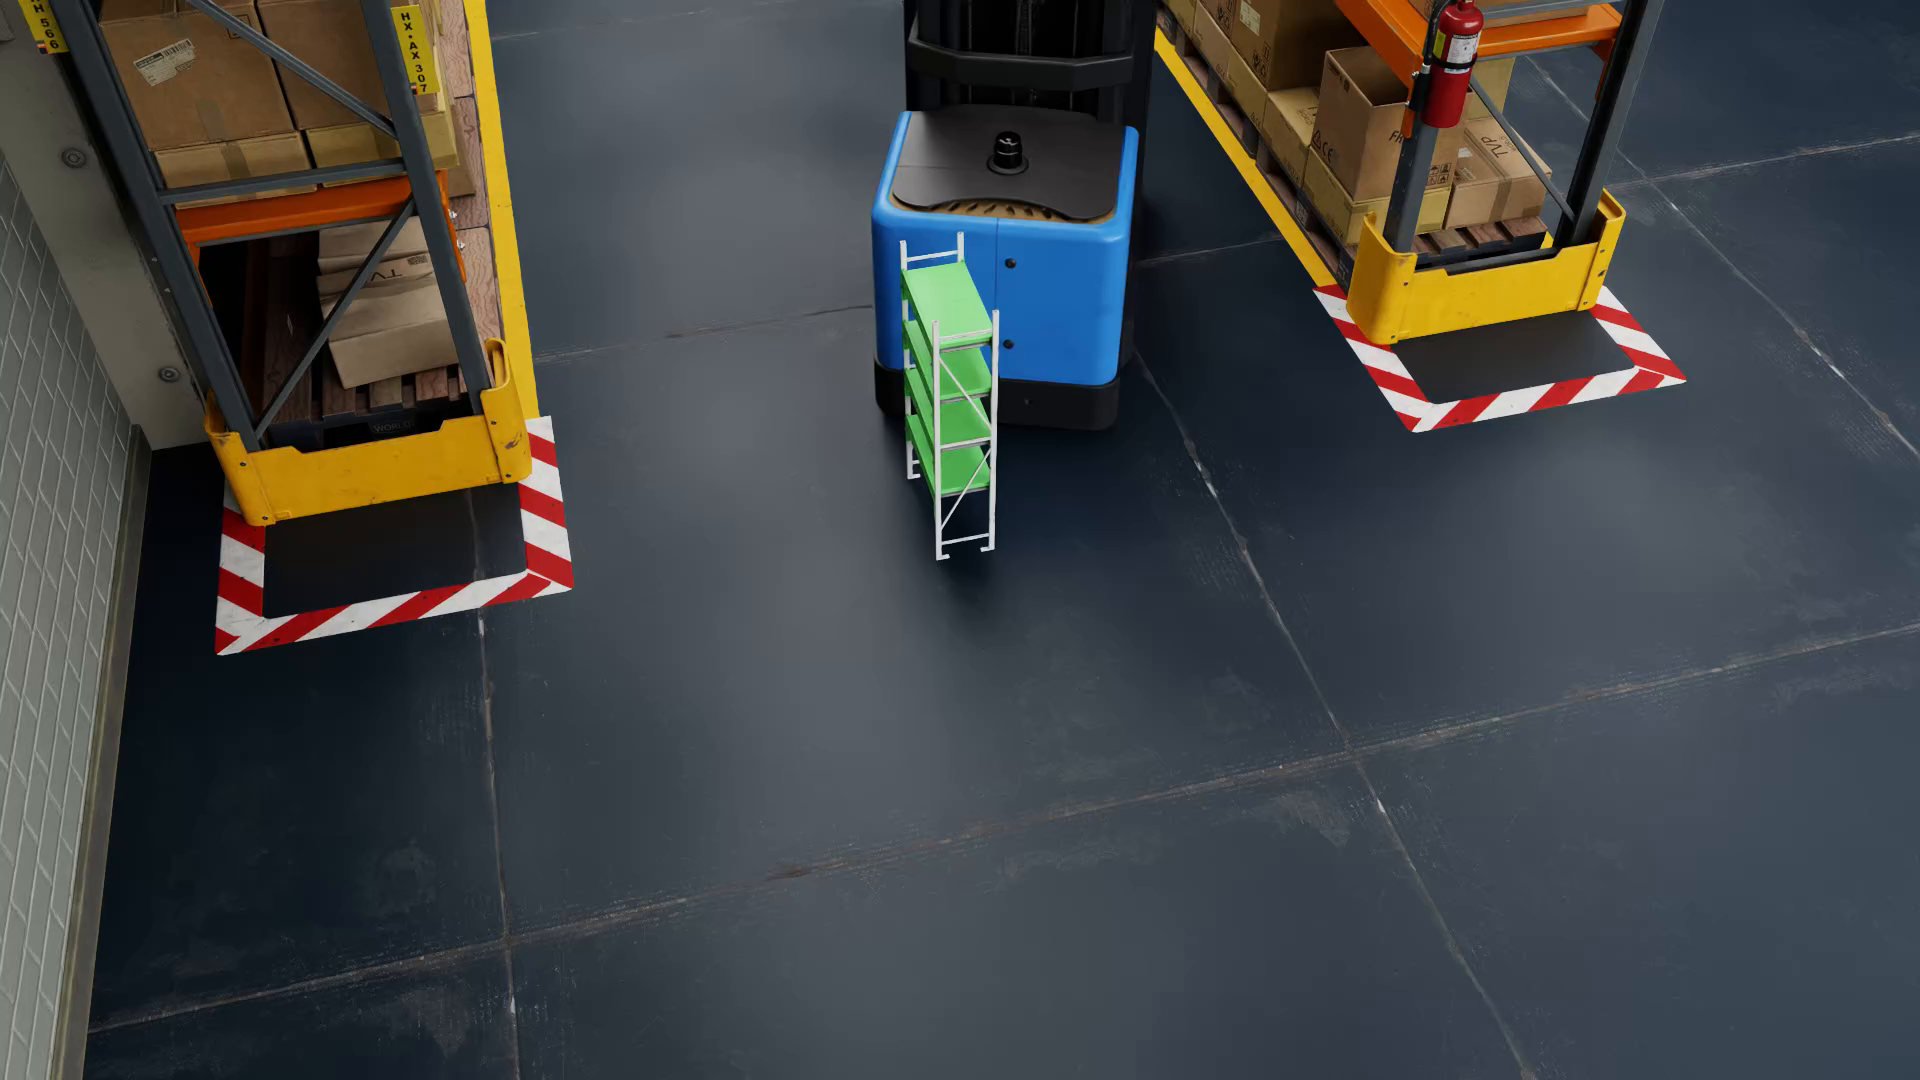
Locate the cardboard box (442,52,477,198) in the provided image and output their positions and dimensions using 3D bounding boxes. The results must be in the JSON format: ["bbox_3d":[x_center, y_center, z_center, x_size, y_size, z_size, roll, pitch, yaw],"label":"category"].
[{"bbox_3d":[-2.762,-1.951,8.004,0.700,0.500,0.500,-13,47,-13],"label":"cardboard box"}]

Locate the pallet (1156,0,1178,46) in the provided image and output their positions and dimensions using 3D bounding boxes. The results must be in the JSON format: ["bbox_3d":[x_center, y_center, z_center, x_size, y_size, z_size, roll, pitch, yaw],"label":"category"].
[{"bbox_3d":[1.541,-3.405,9.940,1.003,0.211,1.213,-11,47,-10],"label":"pallet"}]

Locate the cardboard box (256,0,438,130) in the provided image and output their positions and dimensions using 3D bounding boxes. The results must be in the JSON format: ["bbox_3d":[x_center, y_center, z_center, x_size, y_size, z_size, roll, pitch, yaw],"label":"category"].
[{"bbox_3d":[-2.218,-1.870,6.048,0.500,0.500,0.500,-11,47,-10],"label":"cardboard box"}]

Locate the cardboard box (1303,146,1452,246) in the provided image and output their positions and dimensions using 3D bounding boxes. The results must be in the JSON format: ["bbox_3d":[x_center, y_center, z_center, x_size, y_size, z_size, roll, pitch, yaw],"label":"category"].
[{"bbox_3d":[1.979,-1.677,7.925,0.500,0.250,0.500,-11,47,-10],"label":"cardboard box"}]

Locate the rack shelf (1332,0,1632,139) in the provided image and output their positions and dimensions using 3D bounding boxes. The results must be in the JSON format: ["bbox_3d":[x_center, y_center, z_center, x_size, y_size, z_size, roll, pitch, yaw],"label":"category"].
[{"bbox_3d":[1.890,-3.306,8.393,1.077,0.370,4.000,-11,47,-10],"label":"rack shelf"}]

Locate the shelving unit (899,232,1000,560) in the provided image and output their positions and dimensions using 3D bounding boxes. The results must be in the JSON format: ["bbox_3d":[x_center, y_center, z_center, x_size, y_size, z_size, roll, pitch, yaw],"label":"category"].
[{"bbox_3d":[-0.042,-0.534,6.433,0.258,1.200,0.503,-11,47,-10],"label":"shelving unit"}]

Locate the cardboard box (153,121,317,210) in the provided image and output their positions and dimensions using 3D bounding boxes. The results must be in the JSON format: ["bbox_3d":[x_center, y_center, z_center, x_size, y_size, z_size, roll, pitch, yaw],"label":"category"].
[{"bbox_3d":[-2.693,-1.510,6.221,0.500,0.250,0.500,-10,46,-10],"label":"cardboard box"}]

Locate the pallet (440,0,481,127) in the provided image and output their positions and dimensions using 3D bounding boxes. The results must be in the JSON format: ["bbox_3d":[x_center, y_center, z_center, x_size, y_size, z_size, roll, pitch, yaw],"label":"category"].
[{"bbox_3d":[-3.204,-2.597,9.147,1.003,0.211,1.213,-11,47,-10],"label":"pallet"}]

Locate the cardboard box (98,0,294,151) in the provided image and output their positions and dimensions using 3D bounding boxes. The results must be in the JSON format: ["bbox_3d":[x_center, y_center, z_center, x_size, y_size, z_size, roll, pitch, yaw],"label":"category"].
[{"bbox_3d":[-2.712,-1.772,5.952,0.500,0.500,0.500,-11,47,-11],"label":"cardboard box"}]

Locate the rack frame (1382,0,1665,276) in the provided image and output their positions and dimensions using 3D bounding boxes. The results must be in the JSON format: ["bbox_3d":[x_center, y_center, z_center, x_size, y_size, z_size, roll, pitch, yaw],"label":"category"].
[{"bbox_3d":[2.402,-2.177,6.783,1.000,3.000,0.127,-11,47,-10],"label":"rack frame"}]

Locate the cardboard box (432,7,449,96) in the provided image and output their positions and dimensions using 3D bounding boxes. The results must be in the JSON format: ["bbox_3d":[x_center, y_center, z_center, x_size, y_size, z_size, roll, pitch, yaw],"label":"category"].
[{"bbox_3d":[-2.351,-1.974,6.675,0.500,0.250,0.500,-12,47,-12],"label":"cardboard box"}]

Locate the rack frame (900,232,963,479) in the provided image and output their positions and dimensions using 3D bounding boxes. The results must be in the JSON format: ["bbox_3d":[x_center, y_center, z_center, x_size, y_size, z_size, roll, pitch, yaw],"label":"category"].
[{"bbox_3d":[-0.105,-0.703,6.599,0.240,1.200,0.015,-11,47,-10],"label":"rack frame"}]

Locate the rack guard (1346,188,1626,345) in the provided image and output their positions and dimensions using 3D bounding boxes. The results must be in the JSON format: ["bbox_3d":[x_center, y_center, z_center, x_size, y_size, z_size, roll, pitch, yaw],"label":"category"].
[{"bbox_3d":[2.408,-1.285,7.659,1.175,0.500,0.348,-11,47,-10],"label":"rack guard"}]

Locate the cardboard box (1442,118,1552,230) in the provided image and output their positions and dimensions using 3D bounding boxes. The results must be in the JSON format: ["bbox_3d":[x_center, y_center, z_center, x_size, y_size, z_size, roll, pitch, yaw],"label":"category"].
[{"bbox_3d":[2.479,-1.772,8.018,0.500,0.250,0.500,-11,47,-10],"label":"cardboard box"}]

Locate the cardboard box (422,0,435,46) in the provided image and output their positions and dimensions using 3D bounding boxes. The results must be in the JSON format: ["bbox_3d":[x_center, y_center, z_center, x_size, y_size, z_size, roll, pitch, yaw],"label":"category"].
[{"bbox_3d":[-2.335,-2.213,6.384,0.500,0.500,0.500,-11,47,-10],"label":"cardboard box"}]

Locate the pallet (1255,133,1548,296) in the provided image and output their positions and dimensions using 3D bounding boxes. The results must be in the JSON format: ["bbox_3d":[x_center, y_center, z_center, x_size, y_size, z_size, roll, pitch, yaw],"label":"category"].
[{"bbox_3d":[2.165,-1.721,8.289,1.003,0.211,1.213,-11,47,-10],"label":"pallet"}]

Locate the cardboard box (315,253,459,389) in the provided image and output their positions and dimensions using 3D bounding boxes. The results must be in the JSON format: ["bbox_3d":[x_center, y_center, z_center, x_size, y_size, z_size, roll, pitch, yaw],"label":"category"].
[{"bbox_3d":[-2.476,-0.975,7.180,0.500,0.311,0.500,-16,48,-15],"label":"cardboard box"}]

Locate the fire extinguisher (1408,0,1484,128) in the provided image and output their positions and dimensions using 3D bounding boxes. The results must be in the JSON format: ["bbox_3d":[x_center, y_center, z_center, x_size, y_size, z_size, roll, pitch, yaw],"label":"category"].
[{"bbox_3d":[1.983,-1.983,6.647,0.296,0.674,0.183,-11,47,-10],"label":"fire extinguisher"}]

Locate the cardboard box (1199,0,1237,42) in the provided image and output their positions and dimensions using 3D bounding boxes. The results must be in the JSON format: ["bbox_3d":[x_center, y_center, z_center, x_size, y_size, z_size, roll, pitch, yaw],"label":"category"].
[{"bbox_3d":[1.580,-2.973,8.669,0.500,0.500,0.500,-11,47,-10],"label":"cardboard box"}]

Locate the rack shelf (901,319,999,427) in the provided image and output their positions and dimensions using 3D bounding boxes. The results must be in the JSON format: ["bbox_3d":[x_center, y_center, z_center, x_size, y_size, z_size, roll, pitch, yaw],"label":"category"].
[{"bbox_3d":[-0.042,-0.658,6.308,0.258,0.148,0.480,-11,47,-10],"label":"rack shelf"}]

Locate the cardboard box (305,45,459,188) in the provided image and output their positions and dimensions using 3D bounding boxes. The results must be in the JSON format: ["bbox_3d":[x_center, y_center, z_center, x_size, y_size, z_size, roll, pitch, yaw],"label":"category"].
[{"bbox_3d":[-2.204,-1.618,6.326,0.500,0.250,0.500,-12,47,-11],"label":"cardboard box"}]

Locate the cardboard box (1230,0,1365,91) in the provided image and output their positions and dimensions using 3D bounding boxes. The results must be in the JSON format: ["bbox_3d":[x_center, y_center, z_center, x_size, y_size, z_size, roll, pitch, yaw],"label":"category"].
[{"bbox_3d":[1.707,-2.627,8.331,0.500,0.500,0.500,-11,47,-10],"label":"cardboard box"}]

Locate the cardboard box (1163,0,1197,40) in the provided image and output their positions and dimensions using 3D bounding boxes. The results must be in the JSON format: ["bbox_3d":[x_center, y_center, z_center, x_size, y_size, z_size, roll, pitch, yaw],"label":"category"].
[{"bbox_3d":[1.449,-3.055,9.275,0.500,0.250,0.500,-11,47,-10],"label":"cardboard box"}]

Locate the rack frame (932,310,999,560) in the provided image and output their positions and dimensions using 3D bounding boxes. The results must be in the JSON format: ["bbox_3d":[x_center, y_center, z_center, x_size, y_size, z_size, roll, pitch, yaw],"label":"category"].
[{"bbox_3d":[0.020,-0.366,6.268,0.240,1.200,0.015,-11,47,-10],"label":"rack frame"}]

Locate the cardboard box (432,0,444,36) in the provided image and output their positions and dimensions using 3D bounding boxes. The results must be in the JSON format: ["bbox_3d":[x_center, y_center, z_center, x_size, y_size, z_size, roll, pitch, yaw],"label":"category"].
[{"bbox_3d":[-2.475,-2.326,7.021,0.500,0.250,0.500,-11,47,-11],"label":"cardboard box"}]

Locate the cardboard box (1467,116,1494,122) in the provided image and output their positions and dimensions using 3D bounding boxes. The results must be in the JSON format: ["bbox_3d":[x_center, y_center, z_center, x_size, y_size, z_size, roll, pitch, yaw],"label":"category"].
[{"bbox_3d":[2.348,-2.117,8.355,0.500,0.250,0.500,-11,47,-10],"label":"cardboard box"}]

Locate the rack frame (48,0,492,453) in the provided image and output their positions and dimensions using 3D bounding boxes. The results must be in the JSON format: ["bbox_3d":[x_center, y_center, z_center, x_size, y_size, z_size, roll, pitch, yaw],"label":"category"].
[{"bbox_3d":[-2.386,-1.268,5.893,1.000,3.000,0.127,-11,47,-10],"label":"rack frame"}]

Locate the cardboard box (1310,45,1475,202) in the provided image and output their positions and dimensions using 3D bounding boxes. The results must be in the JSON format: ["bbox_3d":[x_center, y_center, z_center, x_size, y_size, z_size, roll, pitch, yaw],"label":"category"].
[{"bbox_3d":[1.977,-1.939,7.657,0.500,0.500,0.500,-11,47,-10],"label":"cardboard box"}]

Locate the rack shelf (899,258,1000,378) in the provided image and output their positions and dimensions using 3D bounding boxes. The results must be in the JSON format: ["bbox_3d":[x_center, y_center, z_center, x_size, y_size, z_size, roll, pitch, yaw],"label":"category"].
[{"bbox_3d":[-0.042,-0.825,6.136,0.258,0.148,0.480,-11,47,-10],"label":"rack shelf"}]

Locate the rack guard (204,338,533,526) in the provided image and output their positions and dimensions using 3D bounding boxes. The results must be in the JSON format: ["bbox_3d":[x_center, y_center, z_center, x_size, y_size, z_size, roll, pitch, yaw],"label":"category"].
[{"bbox_3d":[-2.405,-0.446,6.837,1.175,0.500,0.348,-11,47,-10],"label":"rack guard"}]

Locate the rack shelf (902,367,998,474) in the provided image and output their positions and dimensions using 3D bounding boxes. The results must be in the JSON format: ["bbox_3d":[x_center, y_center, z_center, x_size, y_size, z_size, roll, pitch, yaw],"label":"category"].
[{"bbox_3d":[-0.042,-0.490,6.479,0.258,0.148,0.480,-11,47,-10],"label":"rack shelf"}]

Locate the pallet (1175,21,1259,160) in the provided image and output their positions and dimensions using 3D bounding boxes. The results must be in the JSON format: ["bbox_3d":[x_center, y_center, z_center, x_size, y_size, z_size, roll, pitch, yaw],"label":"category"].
[{"bbox_3d":[1.857,-2.562,9.112,1.003,0.211,1.213,-11,47,-10],"label":"pallet"}]

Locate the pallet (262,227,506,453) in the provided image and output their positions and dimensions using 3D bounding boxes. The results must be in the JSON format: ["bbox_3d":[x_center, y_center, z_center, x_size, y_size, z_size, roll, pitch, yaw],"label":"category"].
[{"bbox_3d":[-2.579,-0.912,7.496,1.003,0.211,1.213,-11,47,-10],"label":"pallet"}]

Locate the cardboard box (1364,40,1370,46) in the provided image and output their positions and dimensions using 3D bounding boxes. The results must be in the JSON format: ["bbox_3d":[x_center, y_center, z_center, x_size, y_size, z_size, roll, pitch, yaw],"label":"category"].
[{"bbox_3d":[2.209,-2.722,8.424,0.500,0.500,0.500,-11,47,-10],"label":"cardboard box"}]

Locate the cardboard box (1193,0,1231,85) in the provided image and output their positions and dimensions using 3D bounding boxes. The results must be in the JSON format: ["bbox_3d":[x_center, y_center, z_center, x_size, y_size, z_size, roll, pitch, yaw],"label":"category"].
[{"bbox_3d":[1.583,-2.711,8.938,0.500,0.250,0.500,-11,47,-10],"label":"cardboard box"}]

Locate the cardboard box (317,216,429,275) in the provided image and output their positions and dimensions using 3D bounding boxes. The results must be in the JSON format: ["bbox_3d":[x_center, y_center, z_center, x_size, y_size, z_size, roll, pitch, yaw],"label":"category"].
[{"bbox_3d":[-2.622,-1.369,7.566,0.500,0.311,0.500,-7,46,-7],"label":"cardboard box"}]

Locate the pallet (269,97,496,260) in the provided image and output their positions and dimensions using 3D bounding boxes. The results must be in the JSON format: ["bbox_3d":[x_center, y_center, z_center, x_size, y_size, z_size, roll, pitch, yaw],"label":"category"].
[{"bbox_3d":[-2.888,-1.753,8.320,1.003,0.211,1.213,-11,47,-10],"label":"pallet"}]

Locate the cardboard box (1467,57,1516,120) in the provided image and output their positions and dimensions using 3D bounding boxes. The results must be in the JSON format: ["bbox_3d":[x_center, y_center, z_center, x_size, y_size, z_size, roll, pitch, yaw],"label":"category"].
[{"bbox_3d":[2.350,-2.379,8.088,0.500,0.500,0.500,-11,47,-10],"label":"cardboard box"}]

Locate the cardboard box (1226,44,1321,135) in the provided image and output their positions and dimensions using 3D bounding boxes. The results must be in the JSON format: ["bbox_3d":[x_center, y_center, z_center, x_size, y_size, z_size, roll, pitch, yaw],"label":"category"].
[{"bbox_3d":[1.709,-2.365,8.599,0.500,0.250,0.500,-11,47,-10],"label":"cardboard box"}]

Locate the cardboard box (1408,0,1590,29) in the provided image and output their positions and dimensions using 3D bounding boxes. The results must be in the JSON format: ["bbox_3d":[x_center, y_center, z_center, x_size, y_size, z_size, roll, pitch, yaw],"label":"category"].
[{"bbox_3d":[2.294,-2.536,7.065,0.700,0.500,0.500,-11,47,-10],"label":"cardboard box"}]

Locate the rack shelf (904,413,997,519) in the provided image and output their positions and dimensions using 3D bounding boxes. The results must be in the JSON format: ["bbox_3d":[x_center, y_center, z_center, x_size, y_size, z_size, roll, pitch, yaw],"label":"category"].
[{"bbox_3d":[-0.042,-0.322,6.651,0.258,0.148,0.480,-11,47,-10],"label":"rack shelf"}]

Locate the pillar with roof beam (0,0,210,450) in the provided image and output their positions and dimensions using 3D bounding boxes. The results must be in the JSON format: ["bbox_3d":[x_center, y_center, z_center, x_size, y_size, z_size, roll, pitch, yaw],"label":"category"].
[{"bbox_3d":[0.760,-4.480,4.840,9.100,9.000,0.400,-11,47,-10],"label":"pillar with roof beam"}]

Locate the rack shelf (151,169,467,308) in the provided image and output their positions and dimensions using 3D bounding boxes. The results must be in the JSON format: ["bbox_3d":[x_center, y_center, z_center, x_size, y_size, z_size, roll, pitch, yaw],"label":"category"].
[{"bbox_3d":[-2.898,-2.397,7.503,1.077,0.370,4.000,-11,47,-10],"label":"rack shelf"}]

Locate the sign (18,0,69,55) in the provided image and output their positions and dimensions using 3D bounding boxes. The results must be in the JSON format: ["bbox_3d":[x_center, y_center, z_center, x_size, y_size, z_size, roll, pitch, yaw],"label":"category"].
[{"bbox_3d":[-2.928,-1.696,5.280,0.100,0.325,0.005,-11,47,-10],"label":"sign"}]

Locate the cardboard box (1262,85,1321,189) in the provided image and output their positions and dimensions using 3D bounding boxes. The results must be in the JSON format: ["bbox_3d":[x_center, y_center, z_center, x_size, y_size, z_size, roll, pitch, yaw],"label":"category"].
[{"bbox_3d":[1.839,-2.020,8.261,0.500,0.250,0.500,-11,47,-10],"label":"cardboard box"}]

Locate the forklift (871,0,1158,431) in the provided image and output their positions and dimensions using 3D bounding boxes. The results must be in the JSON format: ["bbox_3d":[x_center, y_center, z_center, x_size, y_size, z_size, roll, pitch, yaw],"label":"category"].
[{"bbox_3d":[0.334,-2.553,7.200,1.130,2.935,3.031,5,46,5],"label":"forklift"}]

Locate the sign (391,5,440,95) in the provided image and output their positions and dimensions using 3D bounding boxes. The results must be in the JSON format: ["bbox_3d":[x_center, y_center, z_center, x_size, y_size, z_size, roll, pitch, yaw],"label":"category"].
[{"bbox_3d":[-1.862,-1.671,5.681,0.100,0.325,0.005,-11,47,-10],"label":"sign"}]

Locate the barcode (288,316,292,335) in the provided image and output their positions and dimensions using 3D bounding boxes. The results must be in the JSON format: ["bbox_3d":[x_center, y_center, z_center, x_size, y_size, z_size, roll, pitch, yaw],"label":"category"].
[{"bbox_3d":[-2.867,-0.918,7.117,0.001,0.075,0.075,-11,47,-10],"label":"barcode"}]
